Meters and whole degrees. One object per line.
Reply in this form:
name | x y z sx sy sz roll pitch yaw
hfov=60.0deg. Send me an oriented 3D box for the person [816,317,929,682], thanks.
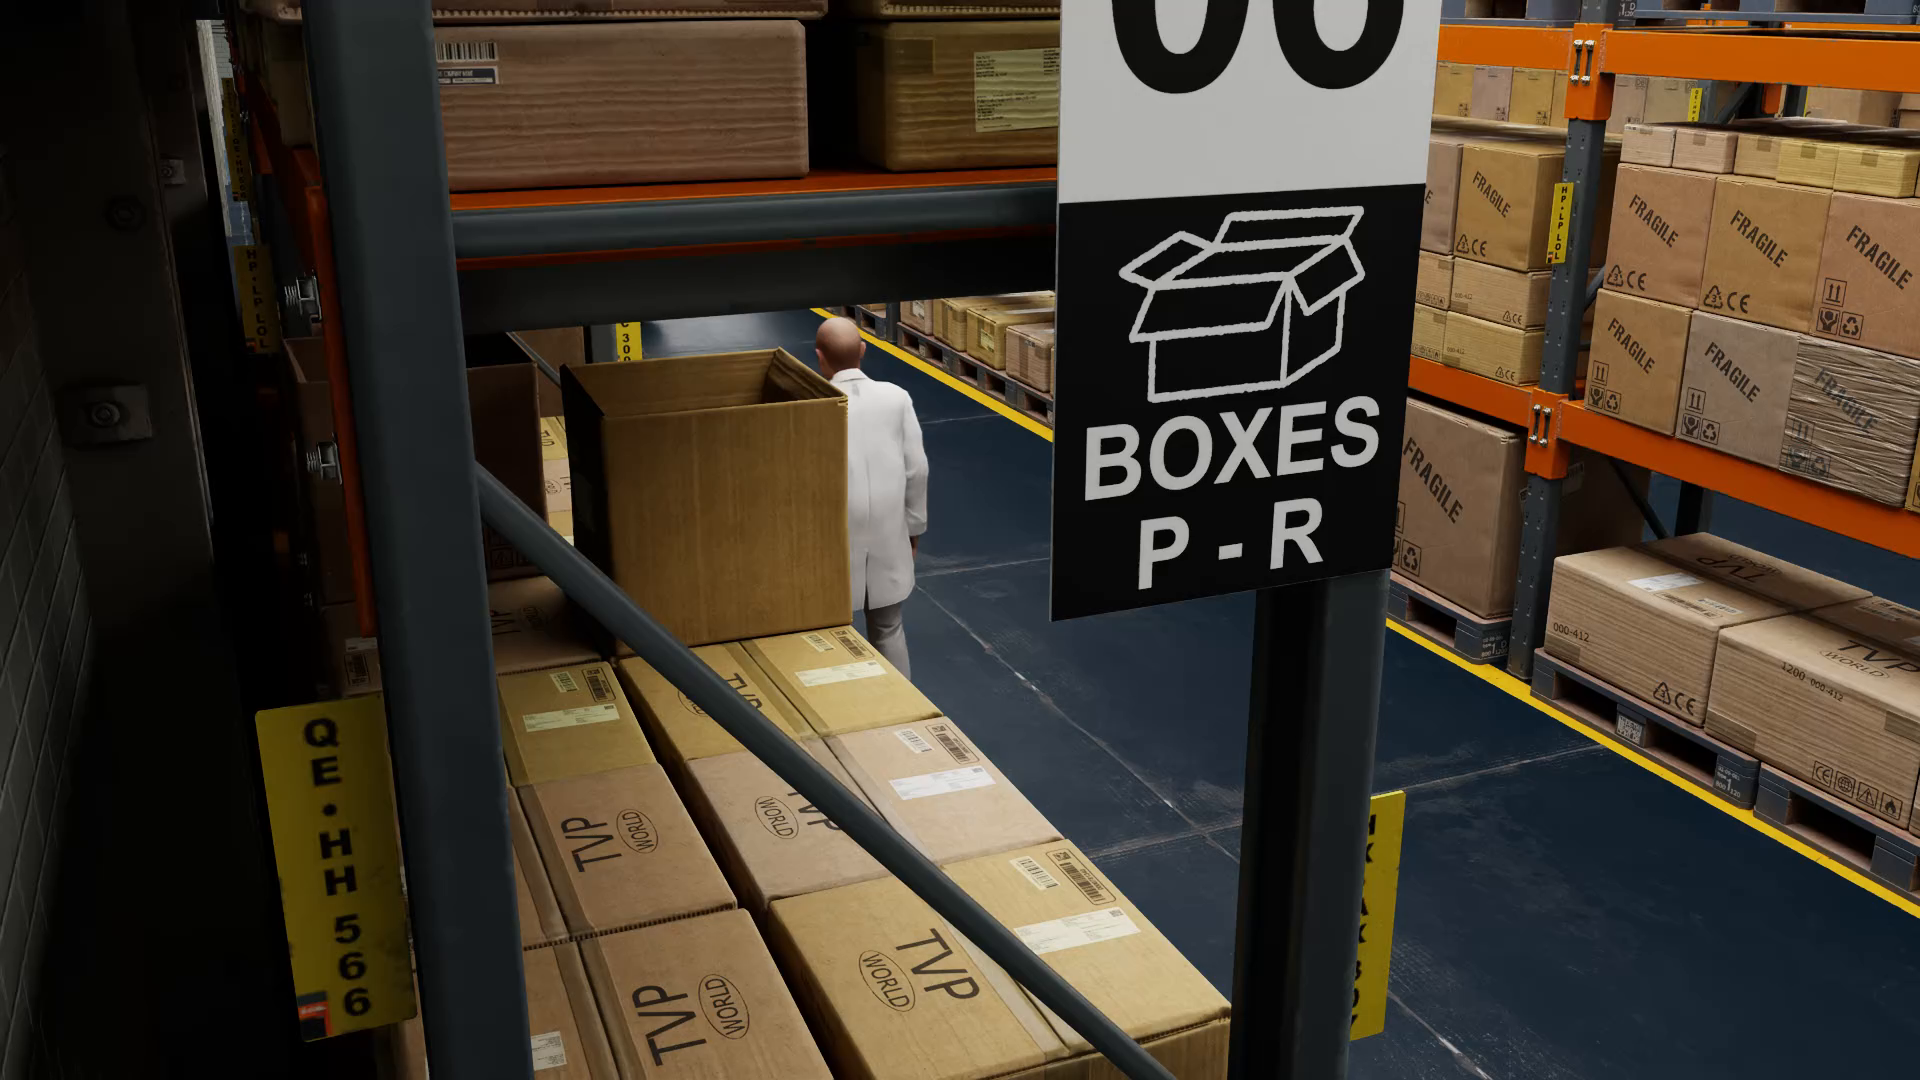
person | -0.429 0.005 6.569 0.645 1.774 0.428 -8 20 -23
